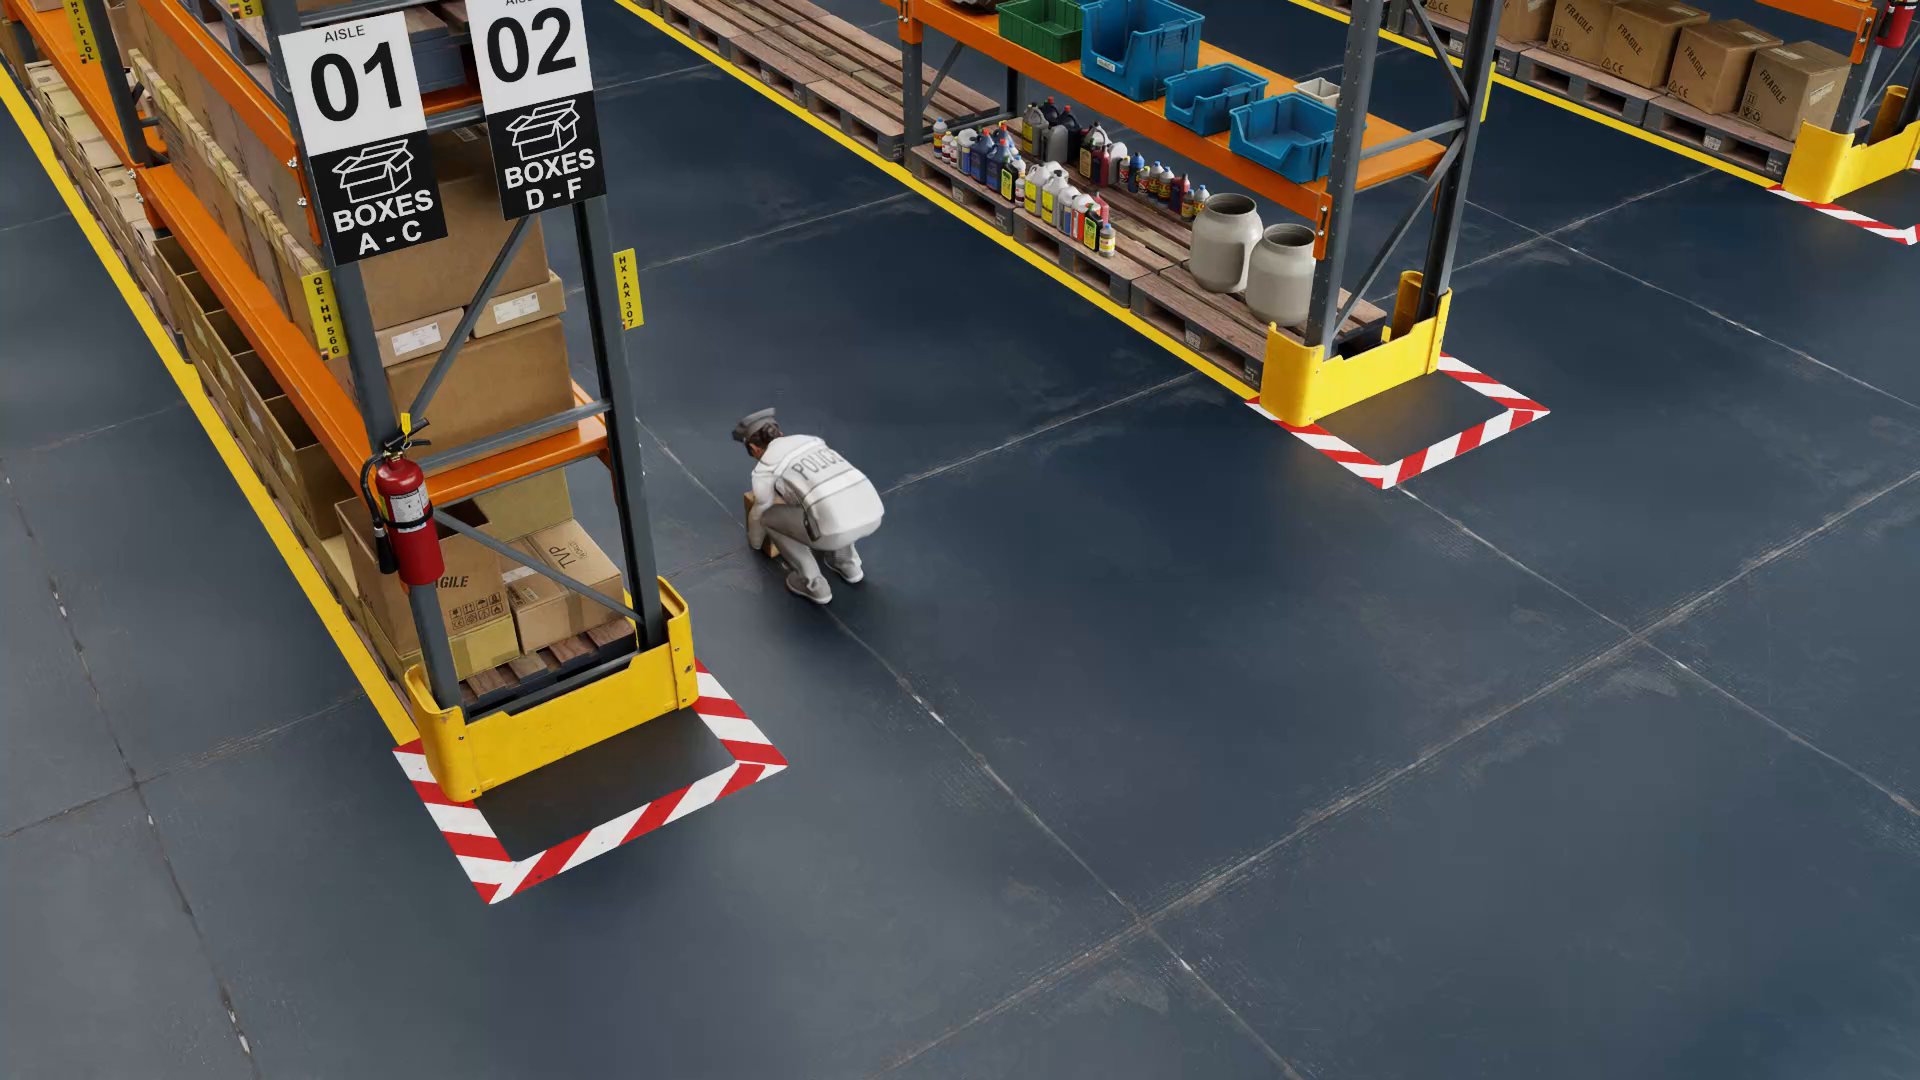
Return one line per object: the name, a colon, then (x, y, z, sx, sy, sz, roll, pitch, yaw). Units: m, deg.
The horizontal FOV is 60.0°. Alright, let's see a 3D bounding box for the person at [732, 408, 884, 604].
person: (-0.742, -0.166, 7.997, 0.450, 0.783, 0.908, -25, 43, -30)
